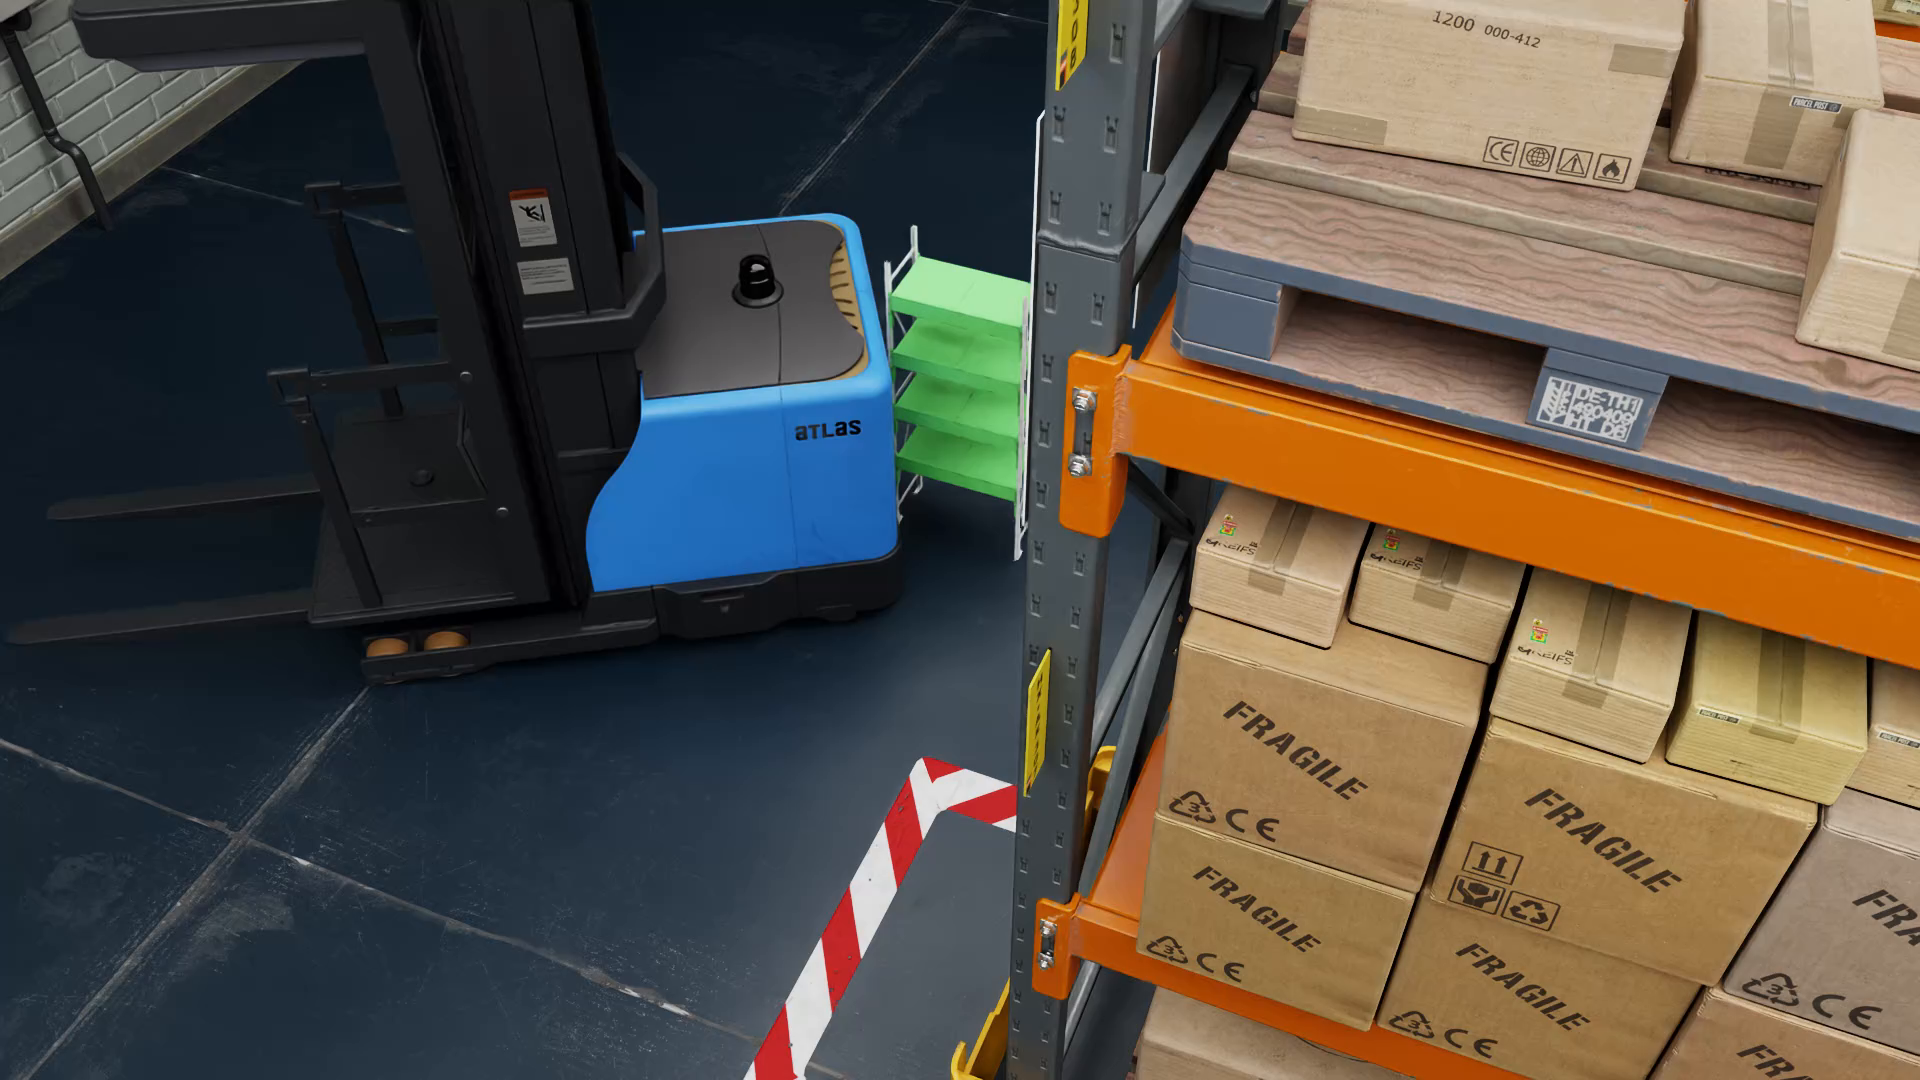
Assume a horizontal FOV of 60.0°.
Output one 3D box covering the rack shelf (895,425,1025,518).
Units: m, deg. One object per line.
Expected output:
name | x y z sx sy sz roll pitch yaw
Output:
rack shelf | 0.028 -0.277 6.109 0.480 0.148 0.258 16 47 16

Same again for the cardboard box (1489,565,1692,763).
cardboard box | 1.049 0.148 2.735 0.250 0.149 0.380 18 48 17

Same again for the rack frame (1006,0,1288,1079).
rack frame | 0.363 0.321 3.801 0.127 3.000 1.000 16 47 16

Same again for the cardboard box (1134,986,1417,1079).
cardboard box | 1.010 1.194 4.442 0.875 0.438 0.875 15 47 15

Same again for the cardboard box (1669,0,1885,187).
cardboard box | 1.230 -0.712 2.522 0.250 0.149 0.380 13 46 13

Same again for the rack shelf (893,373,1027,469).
rack shelf | 0.028 -0.447 5.939 0.480 0.148 0.258 16 47 16

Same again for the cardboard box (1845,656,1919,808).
cardboard box | 1.561 0.244 2.638 0.250 0.149 0.380 17 47 16

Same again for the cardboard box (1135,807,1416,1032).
cardboard box | 0.695 0.603 3.447 0.500 0.500 0.500 16 47 16

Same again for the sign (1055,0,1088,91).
sign | 0.143 -0.721 2.045 0.005 0.325 0.100 16 47 16

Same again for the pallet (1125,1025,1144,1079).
pallet | 1.131 1.476 4.617 1.213 0.211 1.003 16 47 16

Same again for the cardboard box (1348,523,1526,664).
cardboard box | 0.853 0.002 2.881 0.250 0.149 0.380 17 47 17

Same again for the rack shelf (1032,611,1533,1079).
rack shelf | 2.209 1.119 3.509 4.000 0.370 1.077 16 47 16

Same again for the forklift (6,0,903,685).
forklift | -1.769 -0.945 5.122 3.031 2.935 1.130 -7 45 -7

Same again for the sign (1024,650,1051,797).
sign | 0.143 0.346 3.106 0.005 0.325 0.100 16 47 16

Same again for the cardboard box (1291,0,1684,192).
cardboard box | 0.813 -0.810 2.548 0.500 0.250 0.500 12 46 12

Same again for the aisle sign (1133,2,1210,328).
aisle sign | 0.416 -0.822 3.106 0.004 0.787 0.394 16 47 16

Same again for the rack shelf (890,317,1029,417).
rack shelf | 0.028 -0.617 5.770 0.480 0.148 0.258 16 47 16

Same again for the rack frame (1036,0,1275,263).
rack frame | 0.363 -1.806 1.685 0.127 3.000 1.000 16 47 16

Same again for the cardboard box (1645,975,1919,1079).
cardboard box | 1.635 0.872 3.176 0.500 0.500 0.500 16 47 16

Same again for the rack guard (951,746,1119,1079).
rack guard | 0.341 1.200 4.689 0.348 0.500 1.175 16 47 16

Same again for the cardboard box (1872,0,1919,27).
cardboard box | 3.638 -2.172 6.485 0.250 0.149 0.380 15 47 15

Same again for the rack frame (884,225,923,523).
rack frame | -0.197 -0.558 5.960 0.015 1.200 0.240 16 47 16

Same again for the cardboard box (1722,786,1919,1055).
cardboard box | 1.654 0.517 2.824 0.500 0.500 0.500 16 47 16

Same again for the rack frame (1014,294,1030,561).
rack frame | 0.254 -0.427 5.828 0.015 1.200 0.240 16 47 16

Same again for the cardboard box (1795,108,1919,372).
cardboard box | 1.278 -0.393 2.201 0.250 0.149 0.380 18 48 17

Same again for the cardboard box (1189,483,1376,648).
cardboard box | 0.584 -0.022 2.906 0.250 0.149 0.380 17 47 17

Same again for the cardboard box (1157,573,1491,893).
cardboard box | 0.696 0.247 3.096 0.500 0.500 0.500 15 47 15

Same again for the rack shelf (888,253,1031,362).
rack shelf | 0.028 -0.788 5.601 0.480 0.148 0.258 16 47 16

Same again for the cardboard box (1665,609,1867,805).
cardboard box | 1.299 0.207 2.675 0.250 0.149 0.380 15 47 15

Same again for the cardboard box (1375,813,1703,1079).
cardboard box | 1.173 0.722 3.327 0.500 0.500 0.500 16 47 15

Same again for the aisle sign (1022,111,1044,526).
aisle sign | 0.185 -0.431 2.714 0.004 0.787 0.394 16 47 16

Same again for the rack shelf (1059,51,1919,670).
rack shelf | 2.209 0.056 2.451 4.000 0.370 1.077 16 47 16

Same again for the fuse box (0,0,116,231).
fuse box | -3.907 -2.066 7.113 0.414 1.711 0.539 16 47 16

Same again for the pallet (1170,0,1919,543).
pallet | 1.051 -0.516 2.579 1.213 0.211 1.003 16 47 16

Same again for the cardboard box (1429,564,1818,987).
cardboard box | 1.176 0.382 2.959 0.500 0.500 0.500 15 47 15

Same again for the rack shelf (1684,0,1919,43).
rack shelf | 4.116 -2.113 6.757 4.000 0.370 1.077 16 47 16

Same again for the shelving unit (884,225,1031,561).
shelving unit | 0.028 -0.493 5.894 0.503 1.200 0.258 16 47 16
